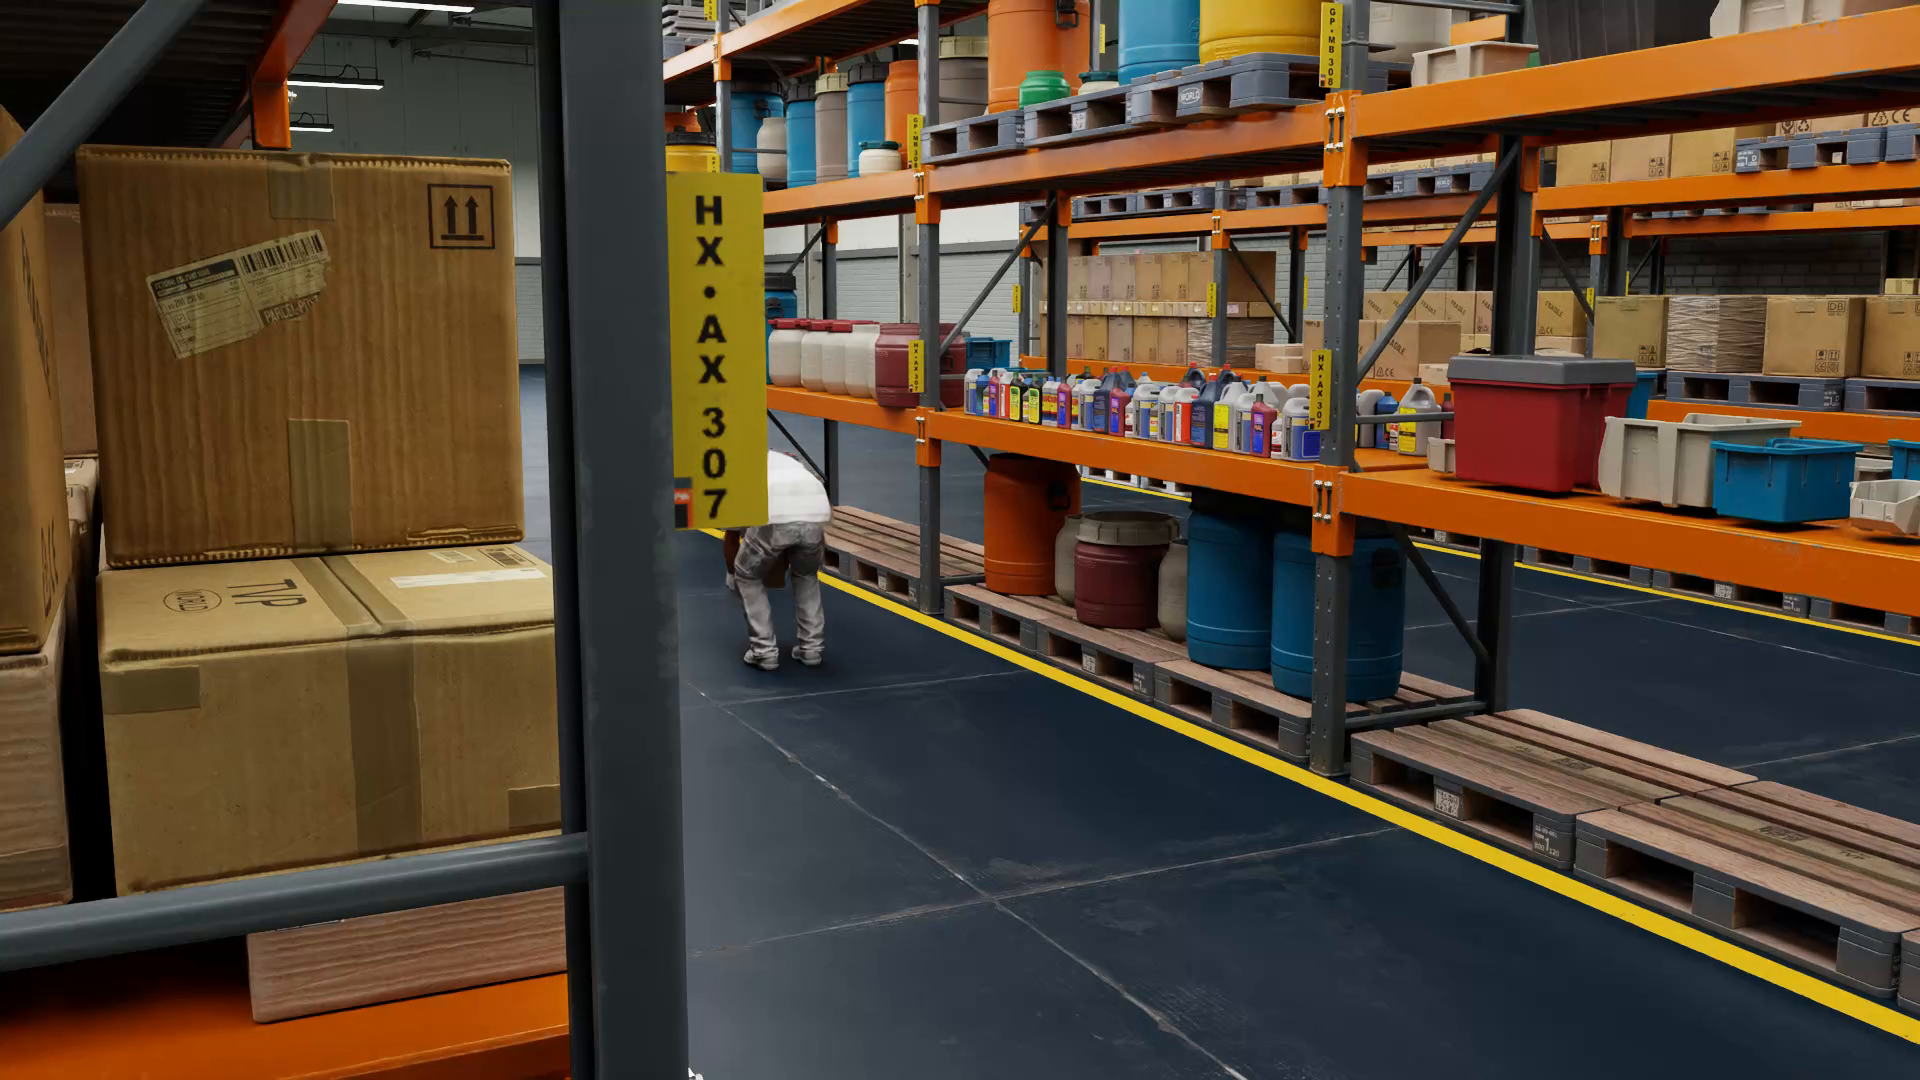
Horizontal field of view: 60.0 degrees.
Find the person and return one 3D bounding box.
[{"bbox_3d":[-1.069,0.039,9.302,0.519,1.126,0.963,-5,10,-28],"label":"person"}]
